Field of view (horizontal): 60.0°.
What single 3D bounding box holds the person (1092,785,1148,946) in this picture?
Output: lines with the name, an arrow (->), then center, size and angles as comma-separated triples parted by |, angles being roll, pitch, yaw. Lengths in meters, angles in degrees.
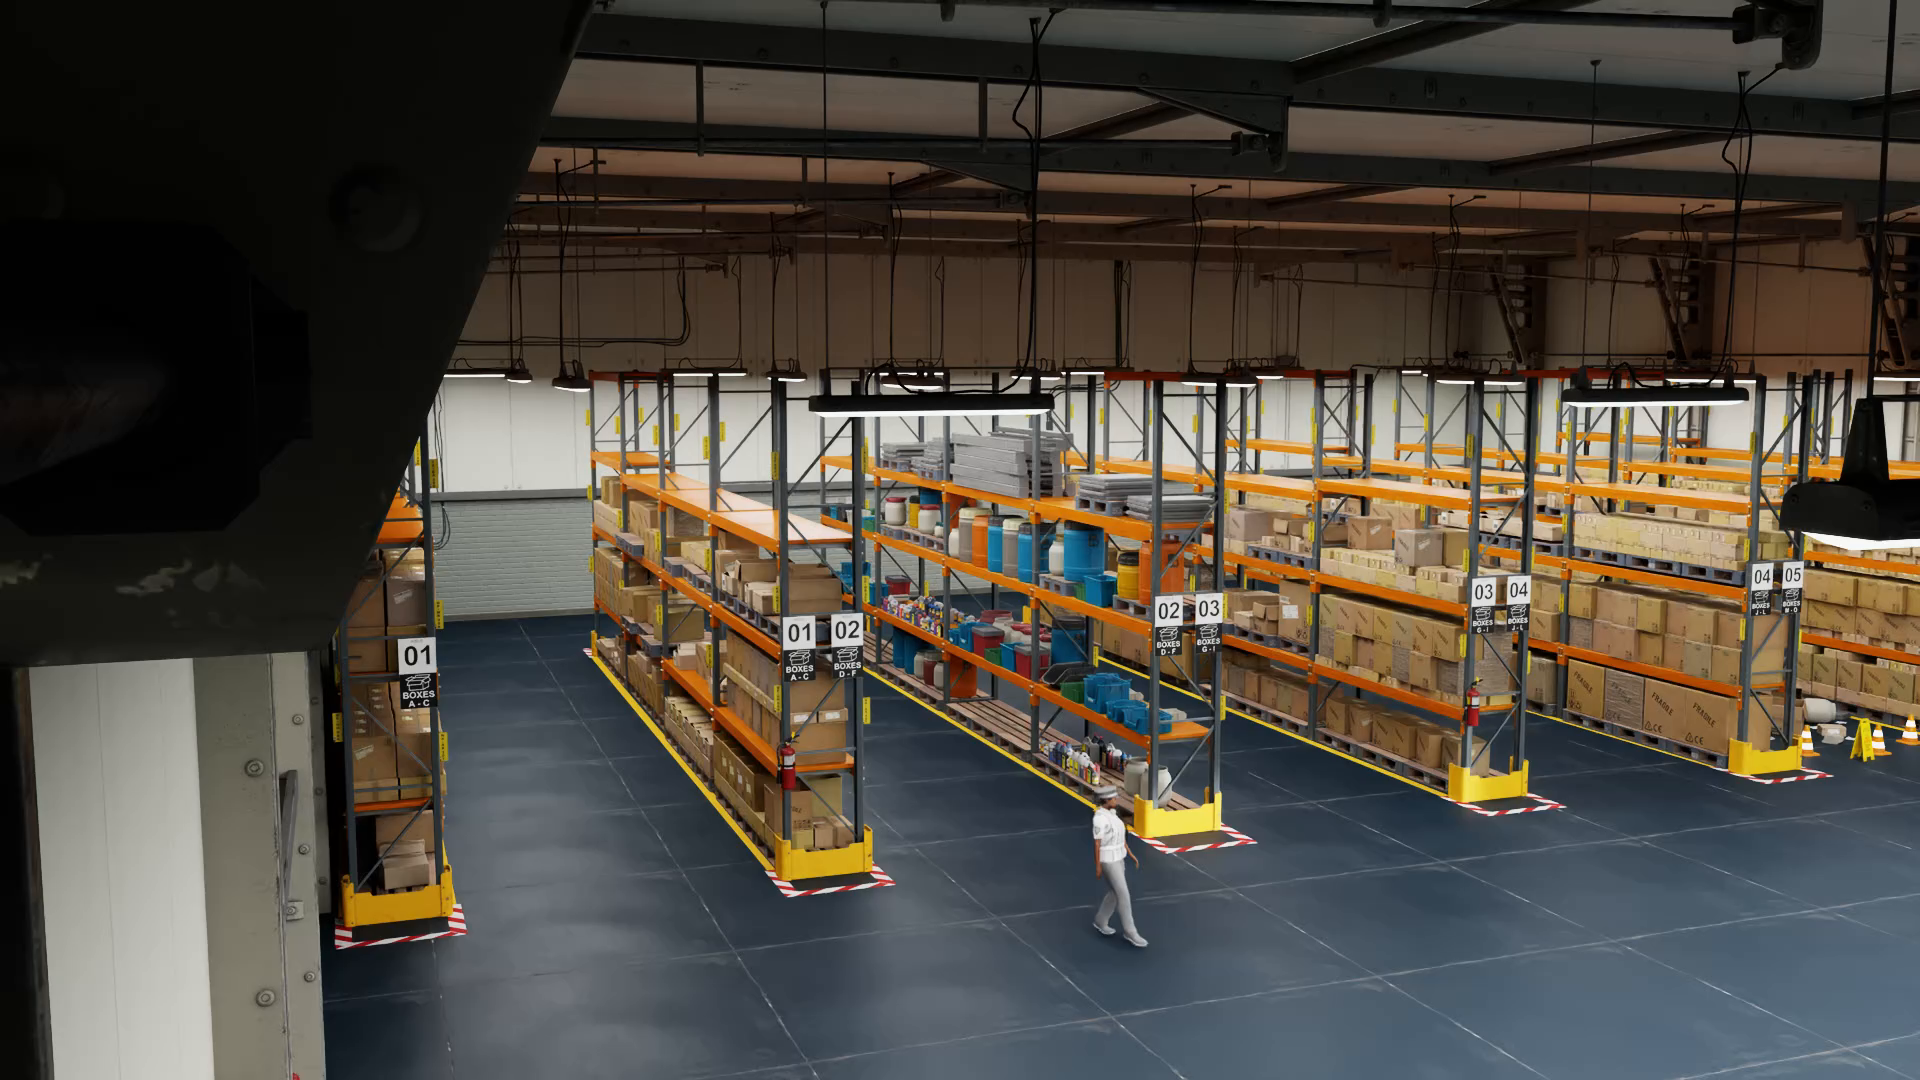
person -> 1.766, 3.515, 18.086 | 0.718, 1.666, 0.472 | 3, 7, 25

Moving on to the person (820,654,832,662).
person -> -2.237, 2.041, 29.804 | 0.555, 1.491, 0.764 | -2, 7, -14
